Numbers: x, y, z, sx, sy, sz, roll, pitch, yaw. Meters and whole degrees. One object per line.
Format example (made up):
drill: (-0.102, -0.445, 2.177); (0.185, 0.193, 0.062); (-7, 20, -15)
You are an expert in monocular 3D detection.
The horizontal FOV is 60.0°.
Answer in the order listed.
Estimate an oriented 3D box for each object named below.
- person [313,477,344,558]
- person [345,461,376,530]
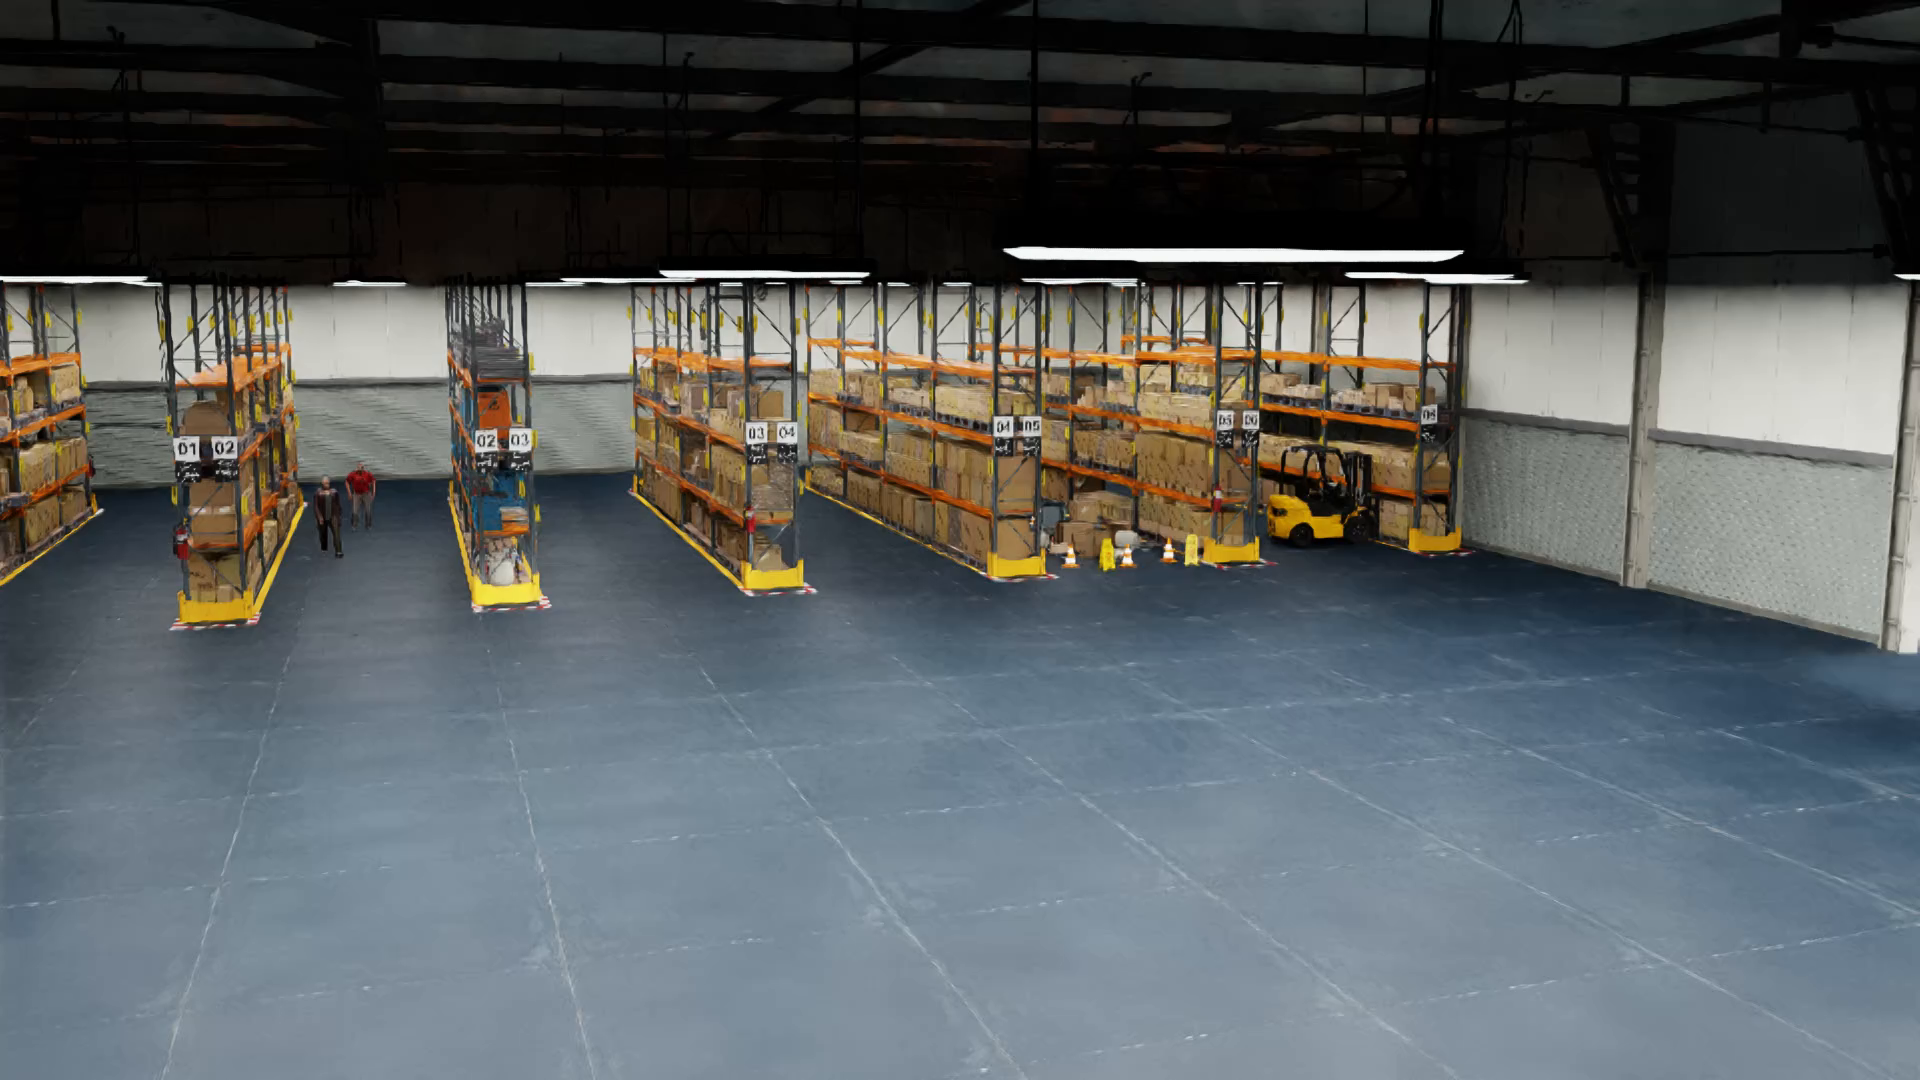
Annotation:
person: (-13.518, -0.492, 35.543); (0.580, 1.713, 1.102); (-4, 10, -26)
person: (-14.231, -1.054, 39.533); (0.682, 1.676, 0.529); (-3, 9, -20)
